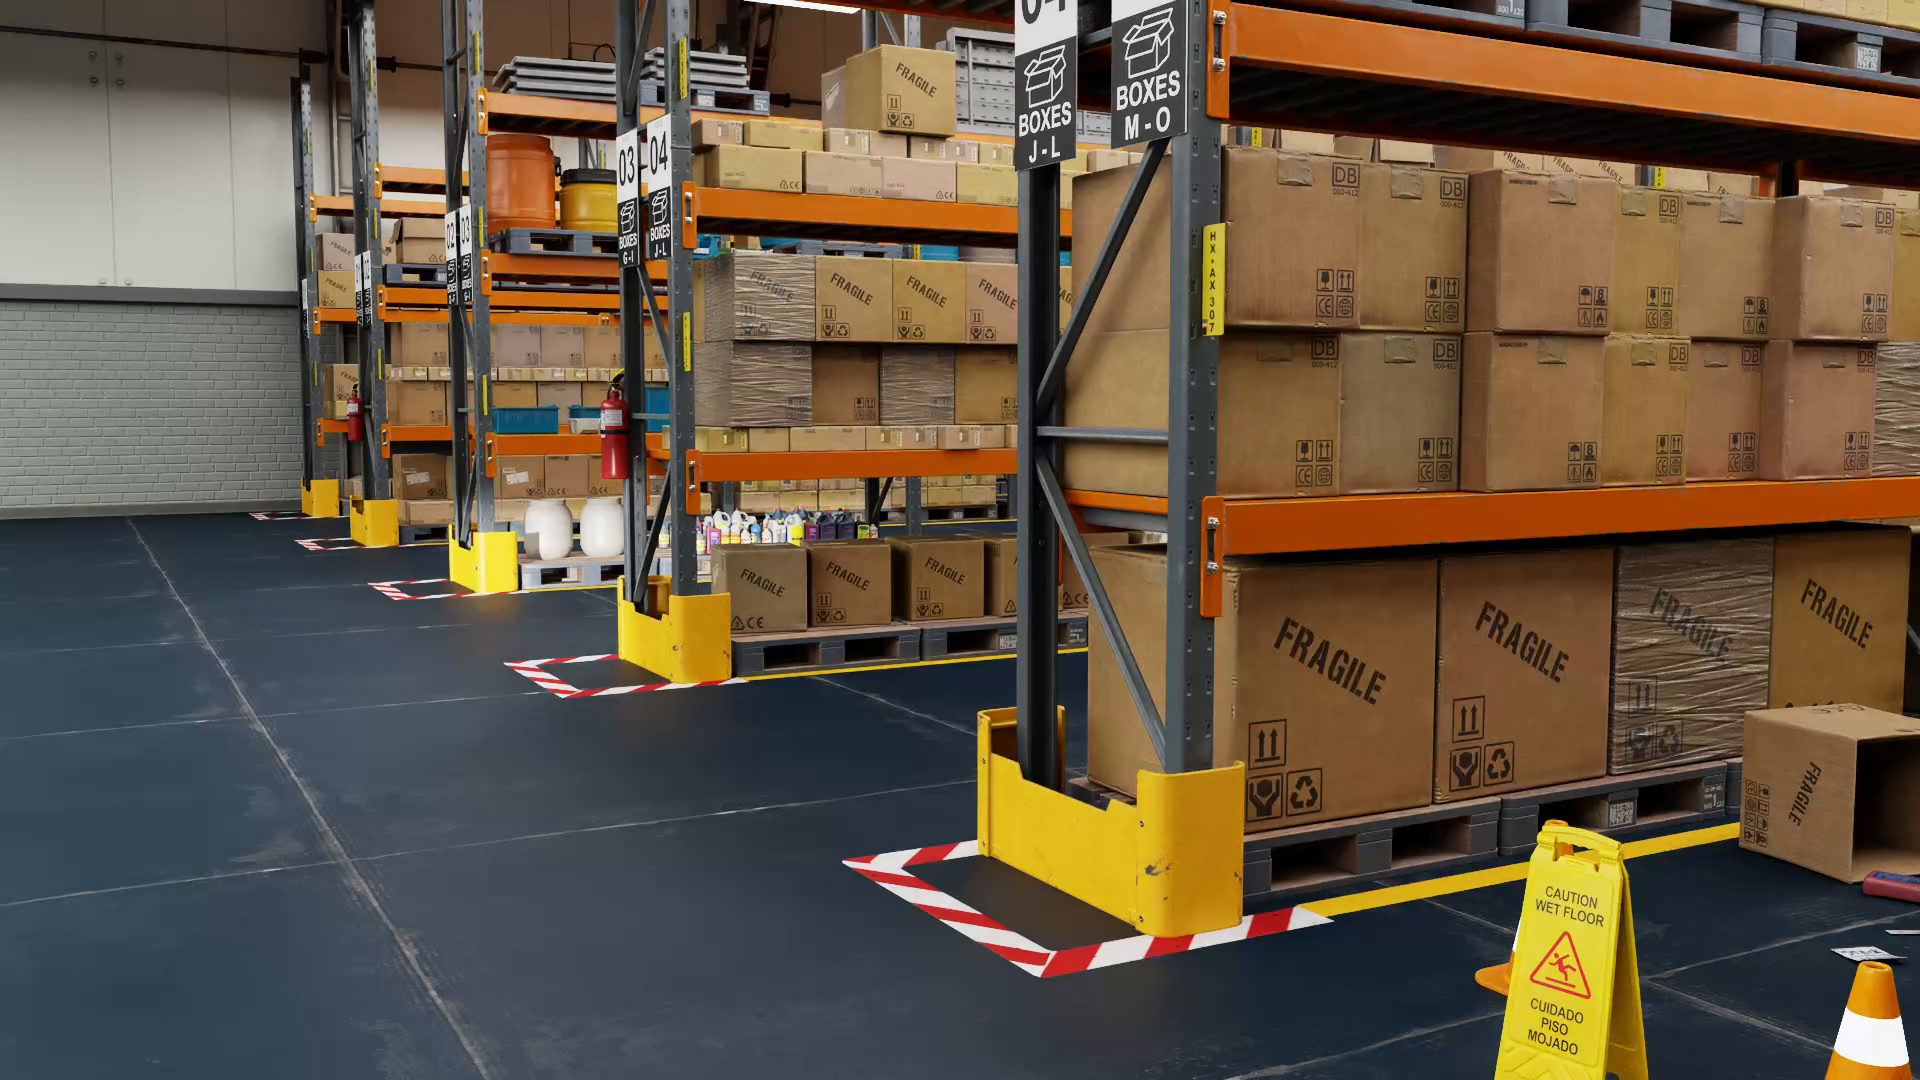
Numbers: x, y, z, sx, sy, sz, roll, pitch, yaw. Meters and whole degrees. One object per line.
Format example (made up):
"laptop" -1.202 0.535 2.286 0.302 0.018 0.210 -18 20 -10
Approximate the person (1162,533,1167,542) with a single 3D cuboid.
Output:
"person" 1.398 -0.087 9.614 0.574 1.778 0.487 -3 6 -28
